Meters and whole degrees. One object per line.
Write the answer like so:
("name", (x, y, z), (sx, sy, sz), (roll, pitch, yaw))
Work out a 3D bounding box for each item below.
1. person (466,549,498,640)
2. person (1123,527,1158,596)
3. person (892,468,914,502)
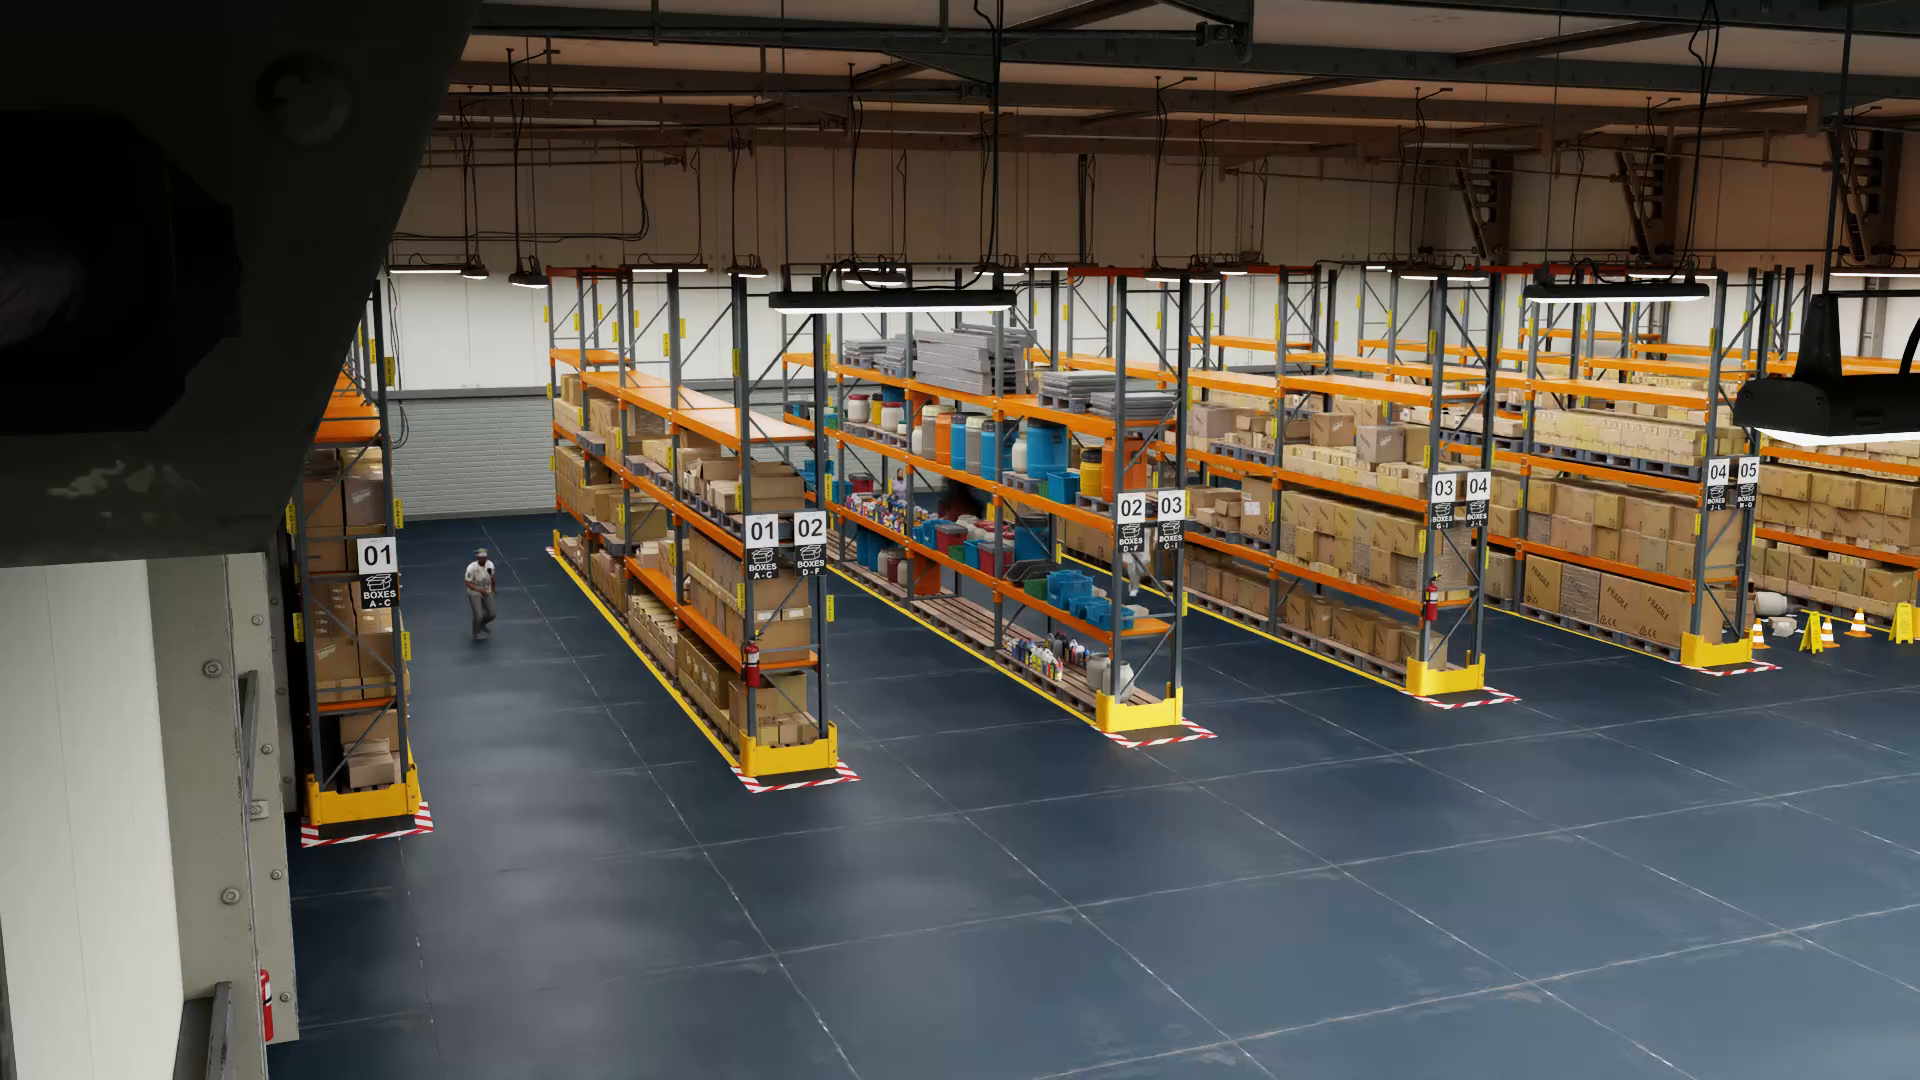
("person", (-7.831, 0.871, 27.170), (0.557, 1.571, 0.740), (-8, 13, -40))
("person", (3.168, 0.221, 29.143), (0.740, 1.608, 0.810), (-1, 10, -4))
("person", (-1.291, -0.725, 36.173), (0.597, 1.671, 0.710), (-5, 11, -25))
